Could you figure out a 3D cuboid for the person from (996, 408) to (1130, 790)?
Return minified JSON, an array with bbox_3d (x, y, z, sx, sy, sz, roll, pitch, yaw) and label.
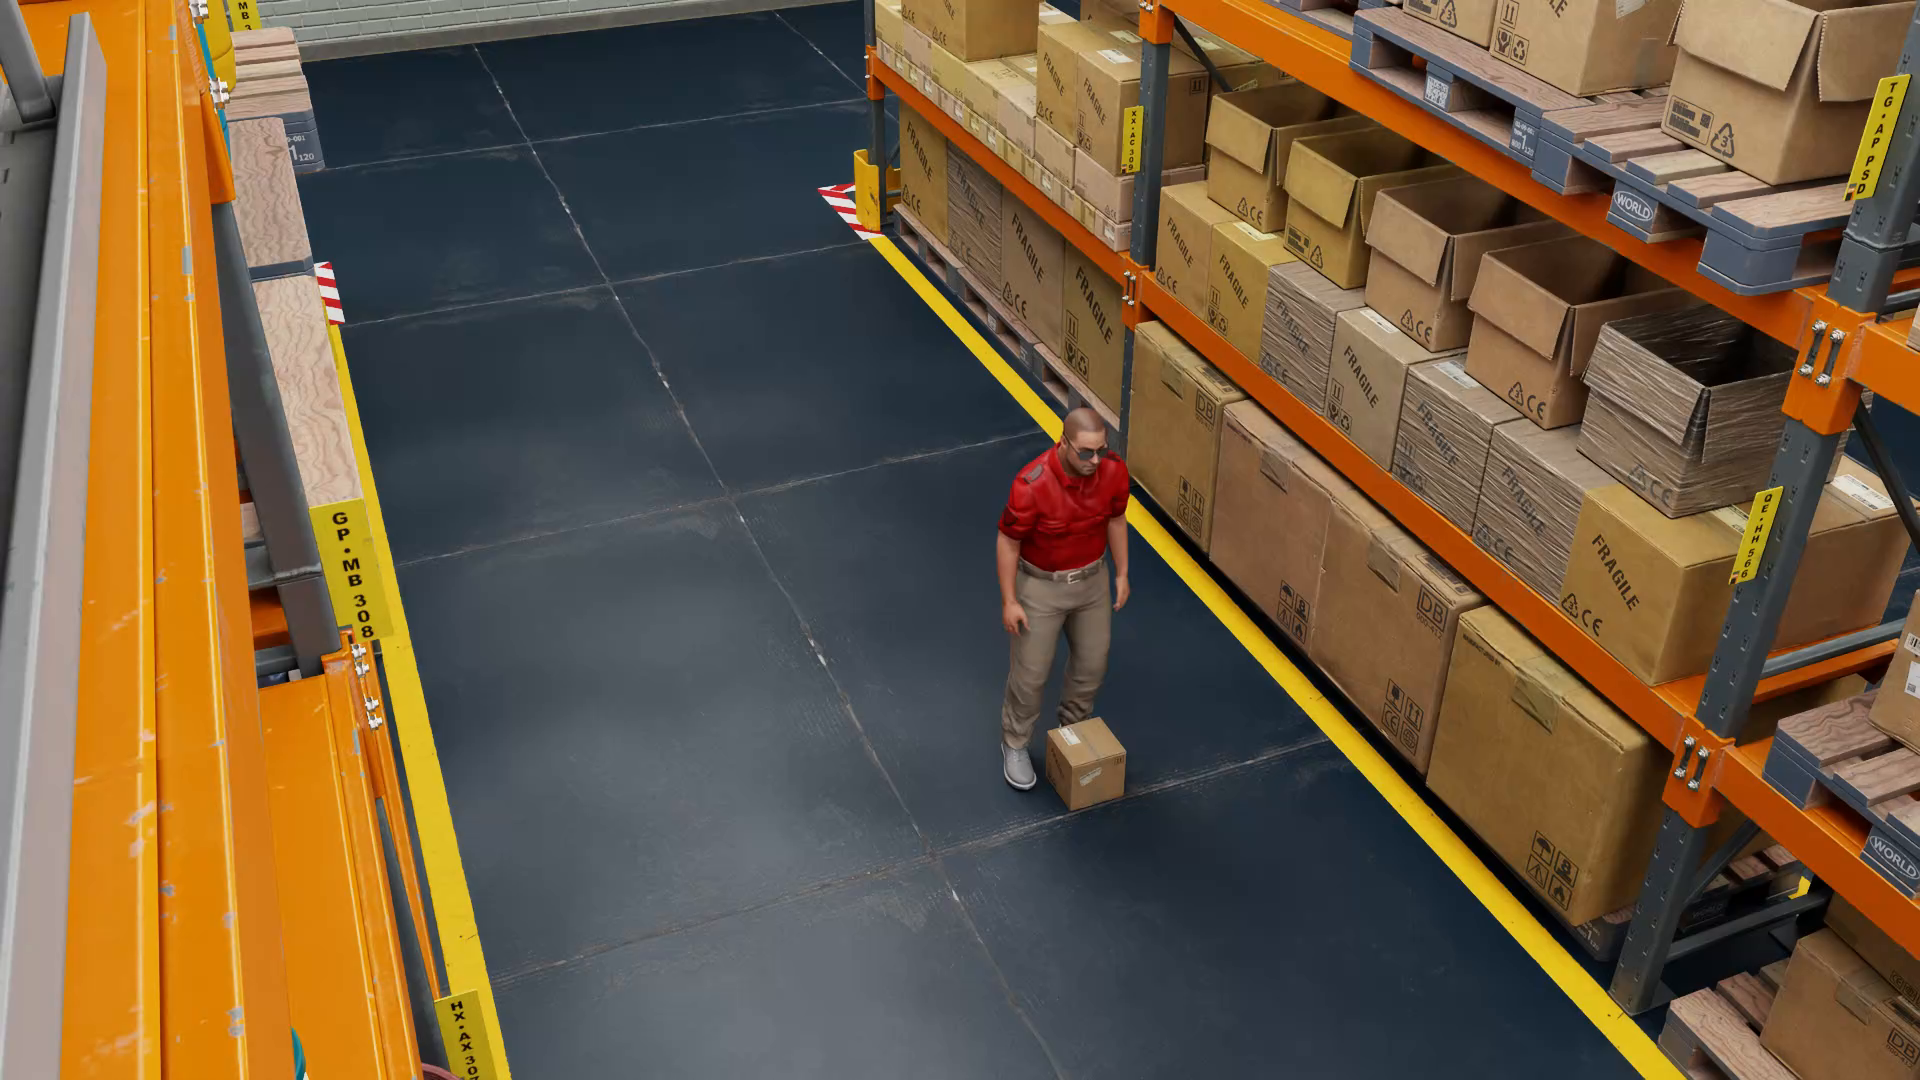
[{"bbox_3d":[0.430,0.203,6.843,0.593,1.726,0.387,-14,36,-20],"label":"person"}]
